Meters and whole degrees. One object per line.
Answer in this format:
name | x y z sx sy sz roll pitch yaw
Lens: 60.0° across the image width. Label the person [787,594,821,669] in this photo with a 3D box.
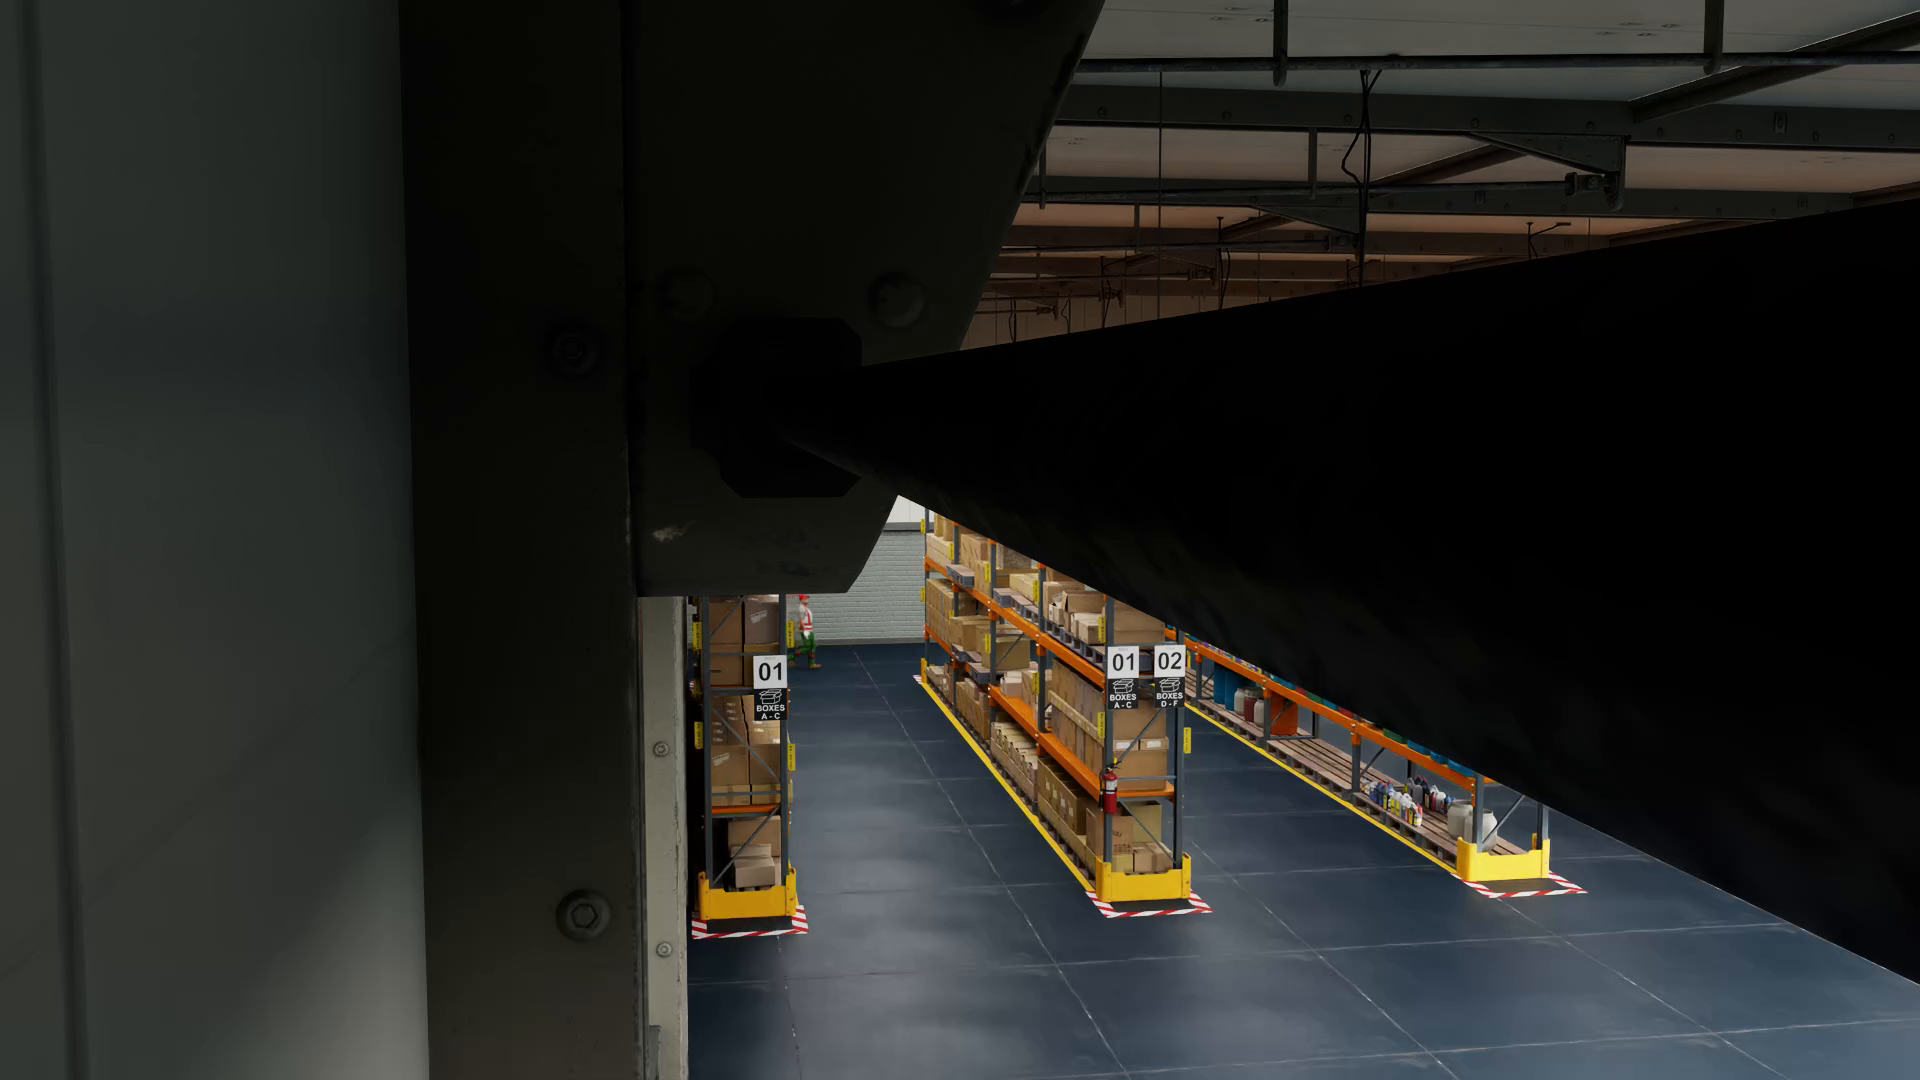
person | -3.600 2.095 38.169 0.826 1.751 0.588 -1 5 -10
